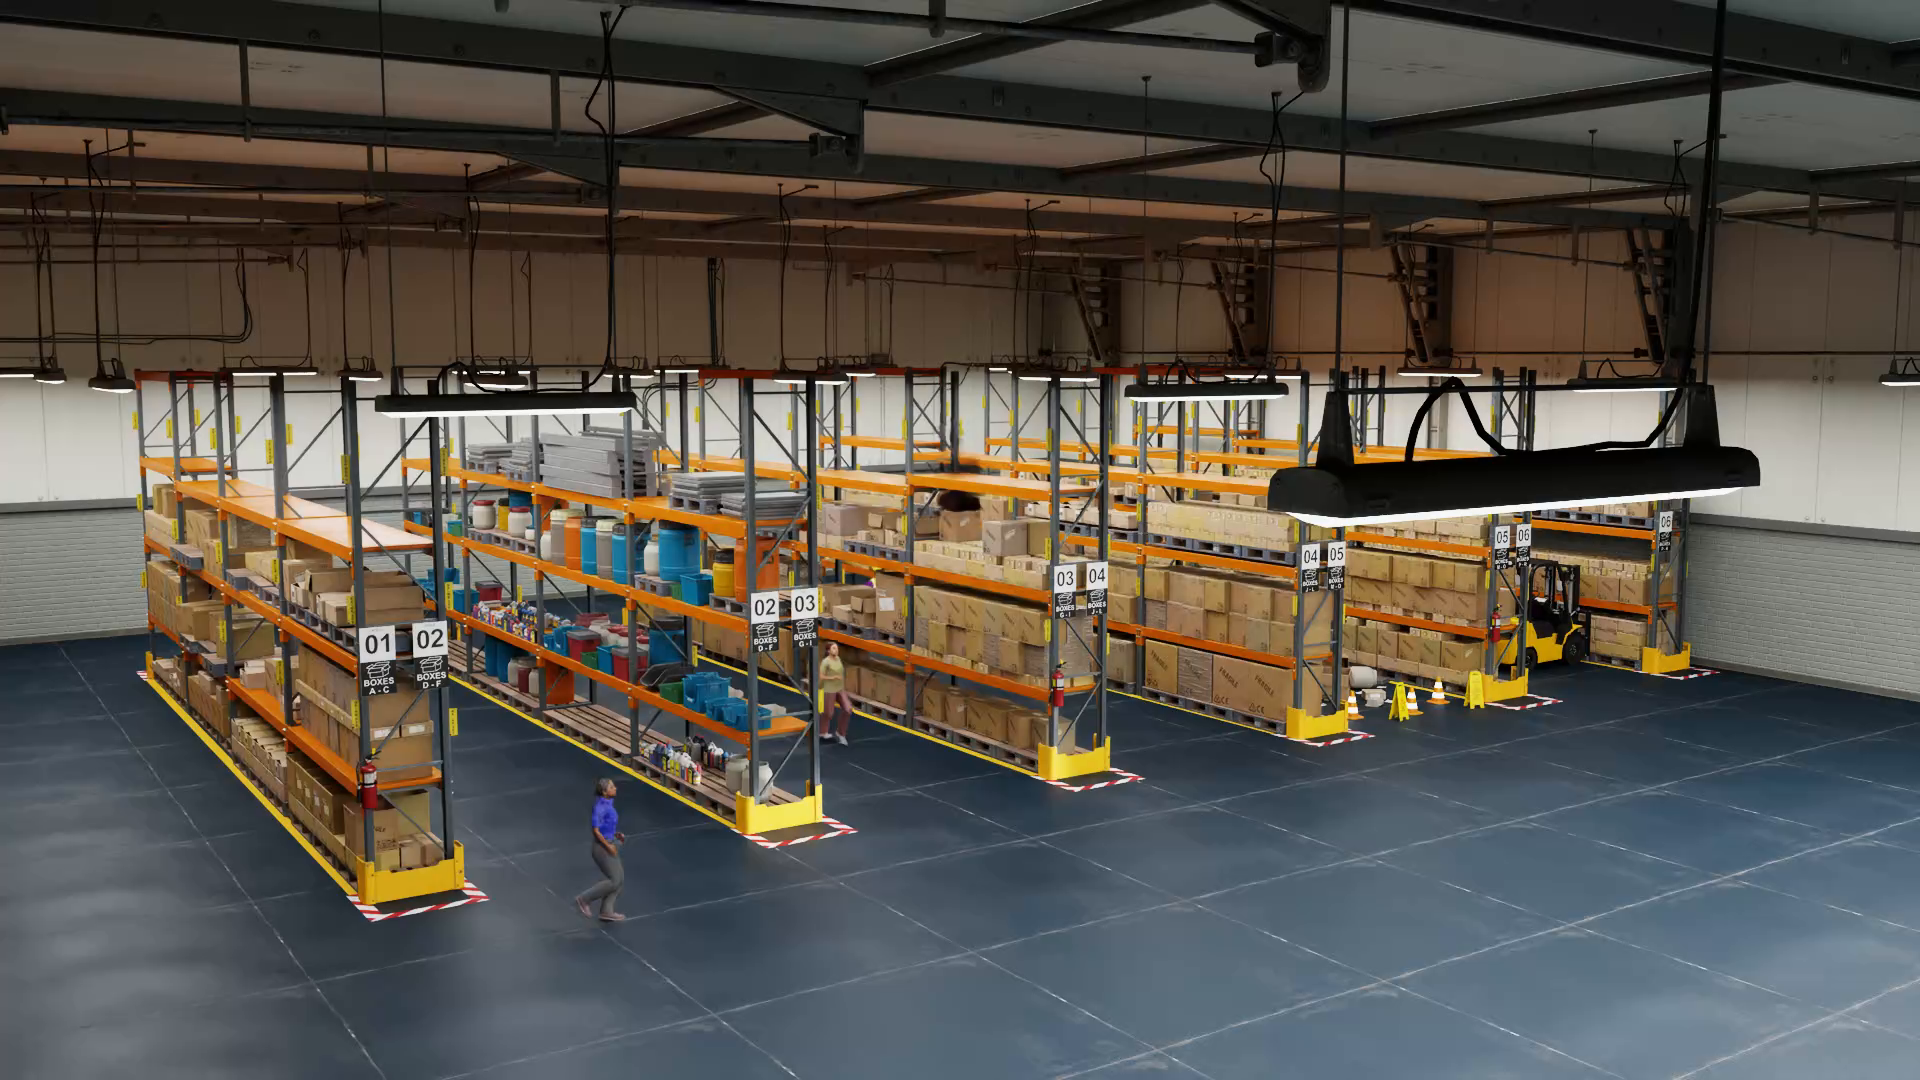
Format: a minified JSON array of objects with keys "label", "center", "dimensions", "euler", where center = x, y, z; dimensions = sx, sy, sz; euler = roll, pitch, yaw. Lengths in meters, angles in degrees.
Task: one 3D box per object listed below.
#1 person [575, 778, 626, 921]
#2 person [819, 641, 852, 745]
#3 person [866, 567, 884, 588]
[{"label":"person","center":[-4.012,3.449,18.528],"dimensions":[0.556,1.630,0.597],"euler":[-1,7,-11]},{"label":"person","center":[-2.059,2.476,26.926],"dimensions":[0.556,1.710,0.711],"euler":[-6,9,-42]},{"label":"person","center":[-1.751,1.409,36.098],"dimensions":[0.693,1.732,0.561],"euler":[-4,7,-30]}]
